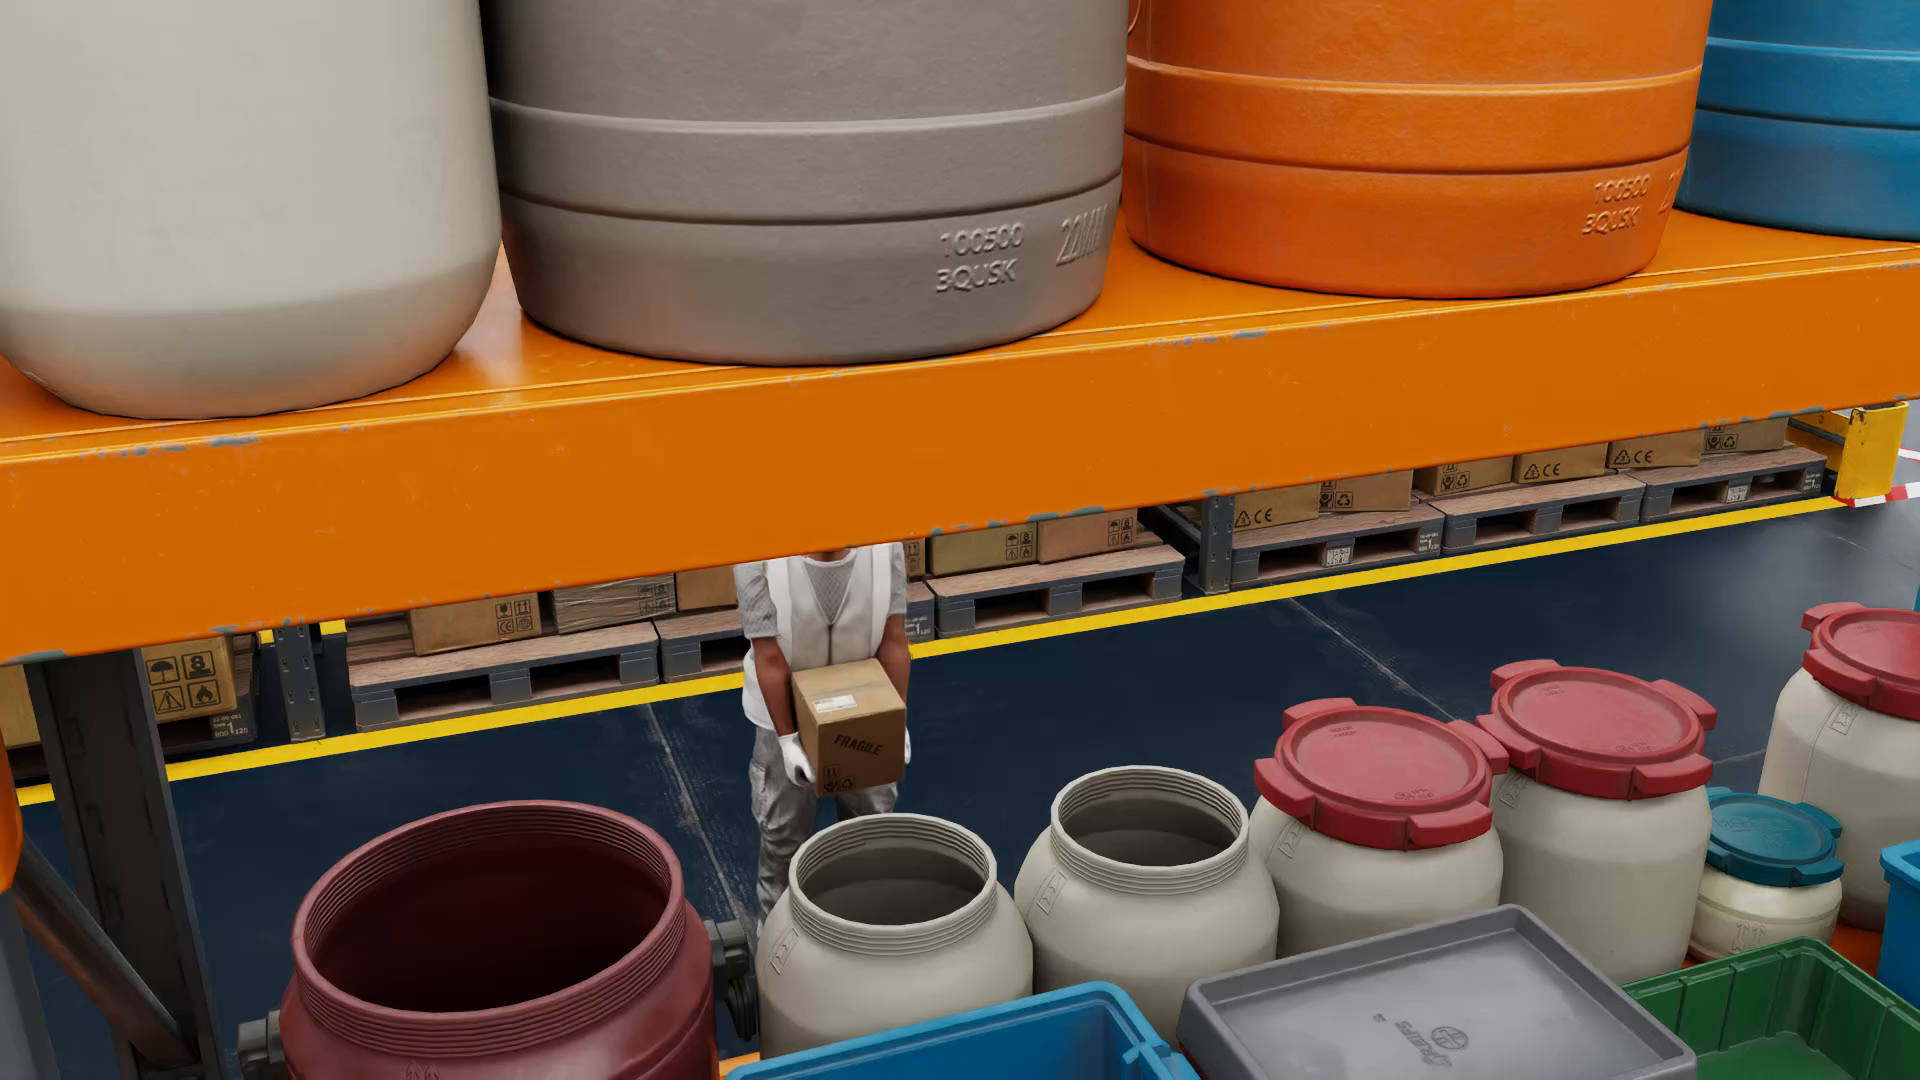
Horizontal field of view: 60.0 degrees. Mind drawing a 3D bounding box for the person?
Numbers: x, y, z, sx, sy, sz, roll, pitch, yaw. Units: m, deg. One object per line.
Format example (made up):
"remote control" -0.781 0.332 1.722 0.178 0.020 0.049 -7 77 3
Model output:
"person" -0.361 0.540 4.755 0.491 1.778 0.587 -9 24 -20
